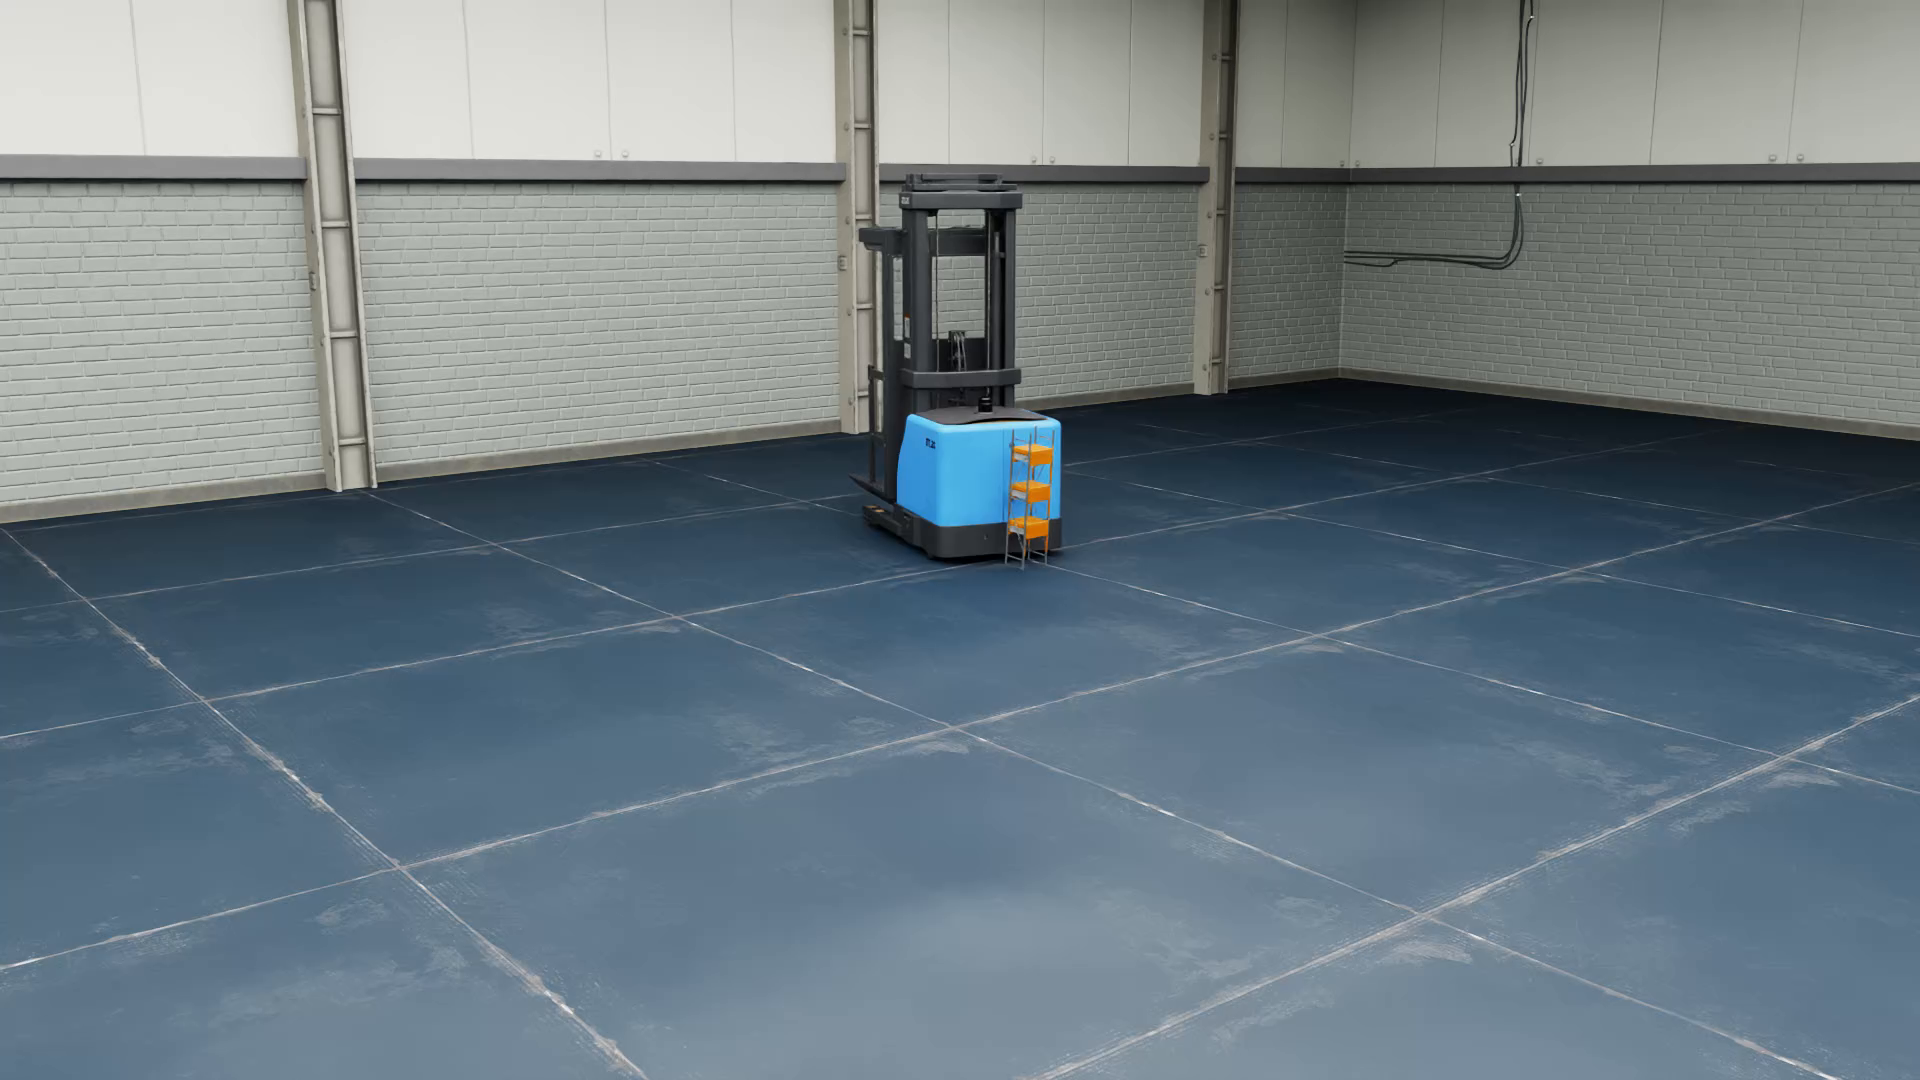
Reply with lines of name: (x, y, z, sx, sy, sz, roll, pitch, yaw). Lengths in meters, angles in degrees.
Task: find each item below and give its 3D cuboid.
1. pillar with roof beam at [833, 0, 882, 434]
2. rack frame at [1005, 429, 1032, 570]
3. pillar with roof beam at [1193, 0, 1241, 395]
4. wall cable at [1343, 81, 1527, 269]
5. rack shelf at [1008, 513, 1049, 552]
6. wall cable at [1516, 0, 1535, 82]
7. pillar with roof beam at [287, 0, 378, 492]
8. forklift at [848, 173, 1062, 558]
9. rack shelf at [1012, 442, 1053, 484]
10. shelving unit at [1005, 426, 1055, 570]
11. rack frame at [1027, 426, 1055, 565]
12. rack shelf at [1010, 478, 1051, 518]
pillar with roof beam: (1.516, -4.989, 15.459, 0.400, 9.000, 9.100, -9, 15, -38)
rack frame: (0.437, -0.303, 12.495, 0.008, 1.050, 0.200, -11, 20, -42)
pillar with roof beam: (6.201, -5.768, 19.126, 0.400, 9.000, 9.100, -9, 15, -38)
wall cable: (6.638, -5.115, 23.527, 0.112, 2.526, 3.097, -9, 15, -38)
rack shelf: (0.512, -0.042, 12.651, 0.240, 0.259, 0.215, -11, 20, -42)
wall cable: (8.328, -7.146, 20.936, 0.112, 2.526, 3.097, -9, 15, -38)
pillar with roof beam: (-3.169, -4.210, 11.793, 0.400, 9.000, 9.100, -9, 15, -38)
forklift: (-0.191, -1.556, 13.899, 1.130, 2.935, 3.031, -4, 13, -20)
rack shelf: (0.538, -0.584, 12.506, 0.240, 0.259, 0.215, -11, 20, -42)
shelving unit: (0.525, -0.320, 12.576, 0.252, 1.050, 0.215, -11, 20, -42)
rack frame: (0.614, -0.338, 12.658, 0.008, 1.050, 0.200, -11, 20, -42)
rack shelf: (0.525, -0.310, 12.579, 0.240, 0.259, 0.215, -11, 20, -42)
